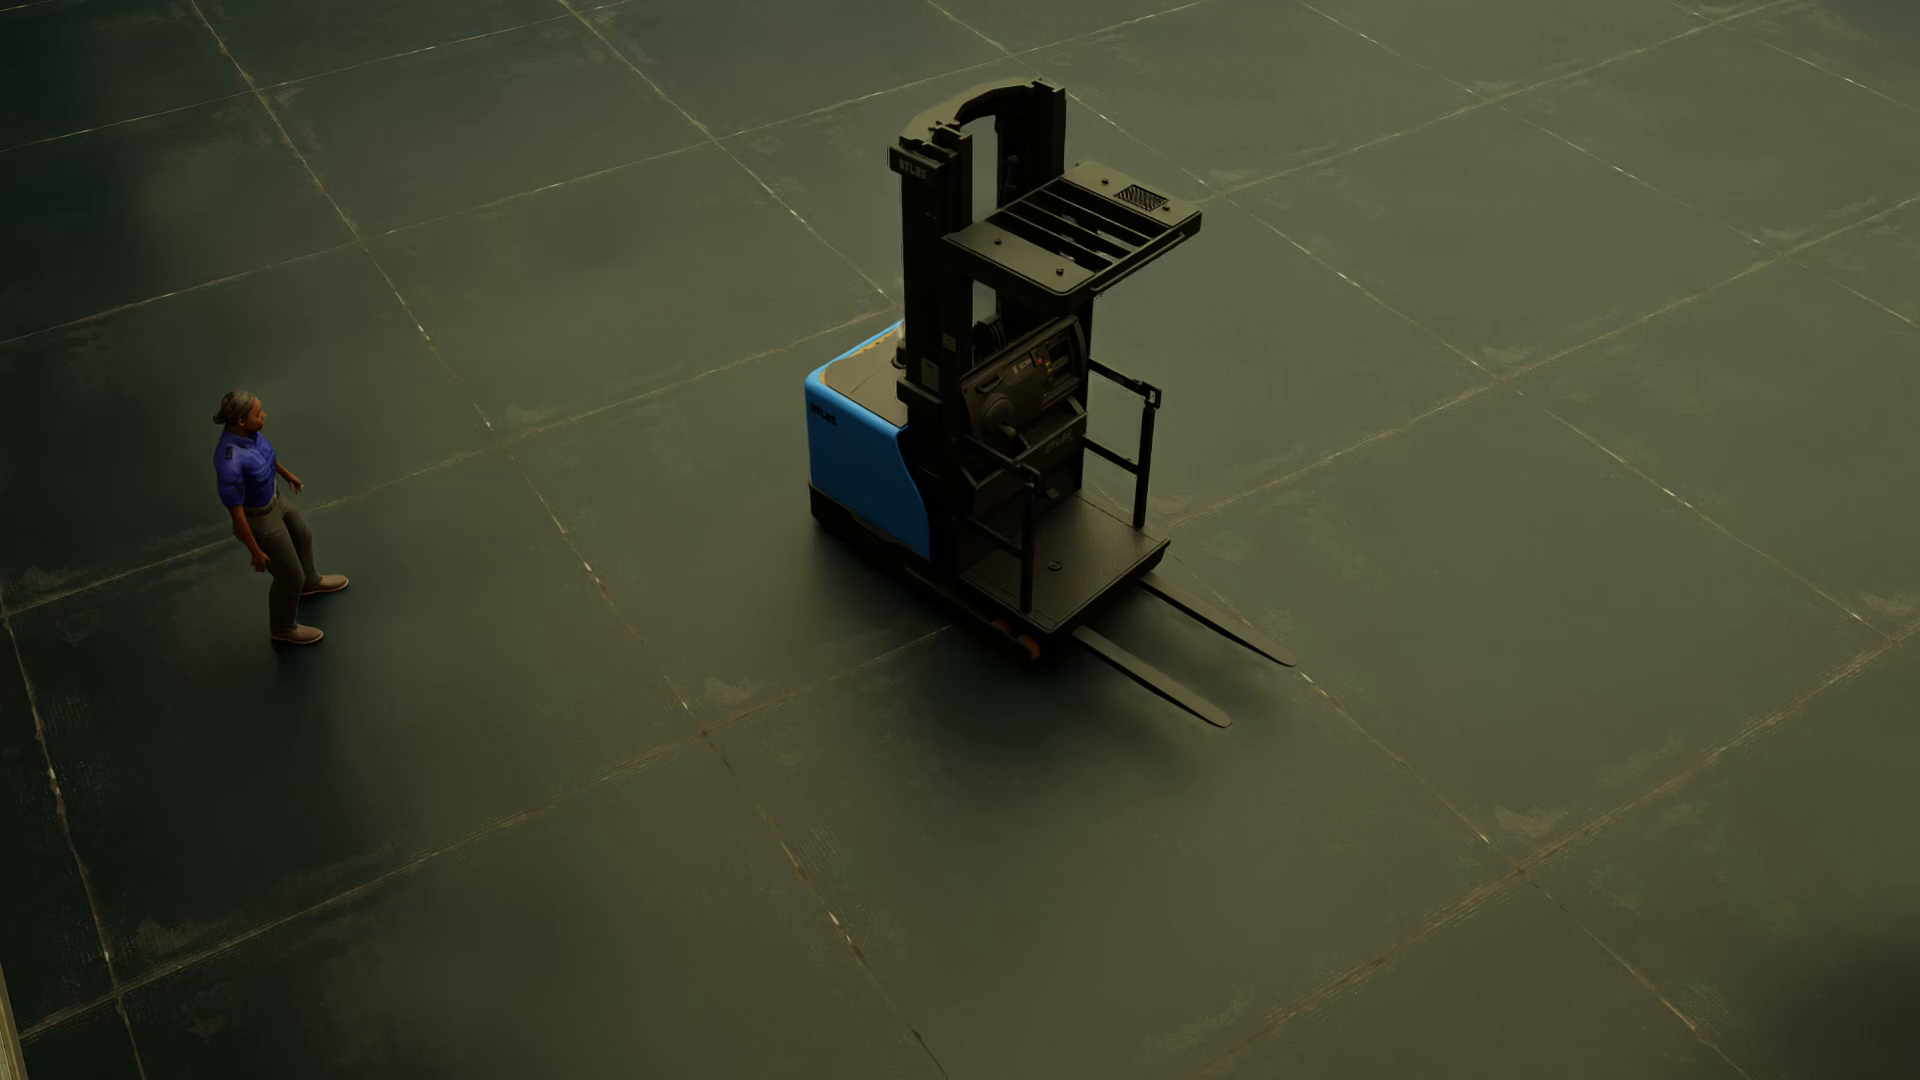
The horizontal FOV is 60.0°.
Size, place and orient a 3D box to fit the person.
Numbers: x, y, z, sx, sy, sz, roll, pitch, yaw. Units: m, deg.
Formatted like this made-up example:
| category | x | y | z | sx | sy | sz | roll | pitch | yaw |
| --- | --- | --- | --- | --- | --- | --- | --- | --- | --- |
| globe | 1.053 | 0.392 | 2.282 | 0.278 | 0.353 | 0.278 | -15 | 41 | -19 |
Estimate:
| category | x | y | z | sx | sy | sz | roll | pitch | yaw |
| --- | --- | --- | --- | --- | --- | --- | --- | --- | --- |
| person | -3.741 | -0.148 | 9.029 | 0.385 | 1.635 | 0.687 | -6 | 42 | -7 |

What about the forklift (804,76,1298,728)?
| category | x | y | z | sx | sy | sz | roll | pitch | yaw |
| --- | --- | --- | --- | --- | --- | --- | --- | --- | --- |
| forklift | 0.503 | -0.800 | 8.786 | 3.031 | 2.935 | 1.130 | 32 | 50 | 31 |
